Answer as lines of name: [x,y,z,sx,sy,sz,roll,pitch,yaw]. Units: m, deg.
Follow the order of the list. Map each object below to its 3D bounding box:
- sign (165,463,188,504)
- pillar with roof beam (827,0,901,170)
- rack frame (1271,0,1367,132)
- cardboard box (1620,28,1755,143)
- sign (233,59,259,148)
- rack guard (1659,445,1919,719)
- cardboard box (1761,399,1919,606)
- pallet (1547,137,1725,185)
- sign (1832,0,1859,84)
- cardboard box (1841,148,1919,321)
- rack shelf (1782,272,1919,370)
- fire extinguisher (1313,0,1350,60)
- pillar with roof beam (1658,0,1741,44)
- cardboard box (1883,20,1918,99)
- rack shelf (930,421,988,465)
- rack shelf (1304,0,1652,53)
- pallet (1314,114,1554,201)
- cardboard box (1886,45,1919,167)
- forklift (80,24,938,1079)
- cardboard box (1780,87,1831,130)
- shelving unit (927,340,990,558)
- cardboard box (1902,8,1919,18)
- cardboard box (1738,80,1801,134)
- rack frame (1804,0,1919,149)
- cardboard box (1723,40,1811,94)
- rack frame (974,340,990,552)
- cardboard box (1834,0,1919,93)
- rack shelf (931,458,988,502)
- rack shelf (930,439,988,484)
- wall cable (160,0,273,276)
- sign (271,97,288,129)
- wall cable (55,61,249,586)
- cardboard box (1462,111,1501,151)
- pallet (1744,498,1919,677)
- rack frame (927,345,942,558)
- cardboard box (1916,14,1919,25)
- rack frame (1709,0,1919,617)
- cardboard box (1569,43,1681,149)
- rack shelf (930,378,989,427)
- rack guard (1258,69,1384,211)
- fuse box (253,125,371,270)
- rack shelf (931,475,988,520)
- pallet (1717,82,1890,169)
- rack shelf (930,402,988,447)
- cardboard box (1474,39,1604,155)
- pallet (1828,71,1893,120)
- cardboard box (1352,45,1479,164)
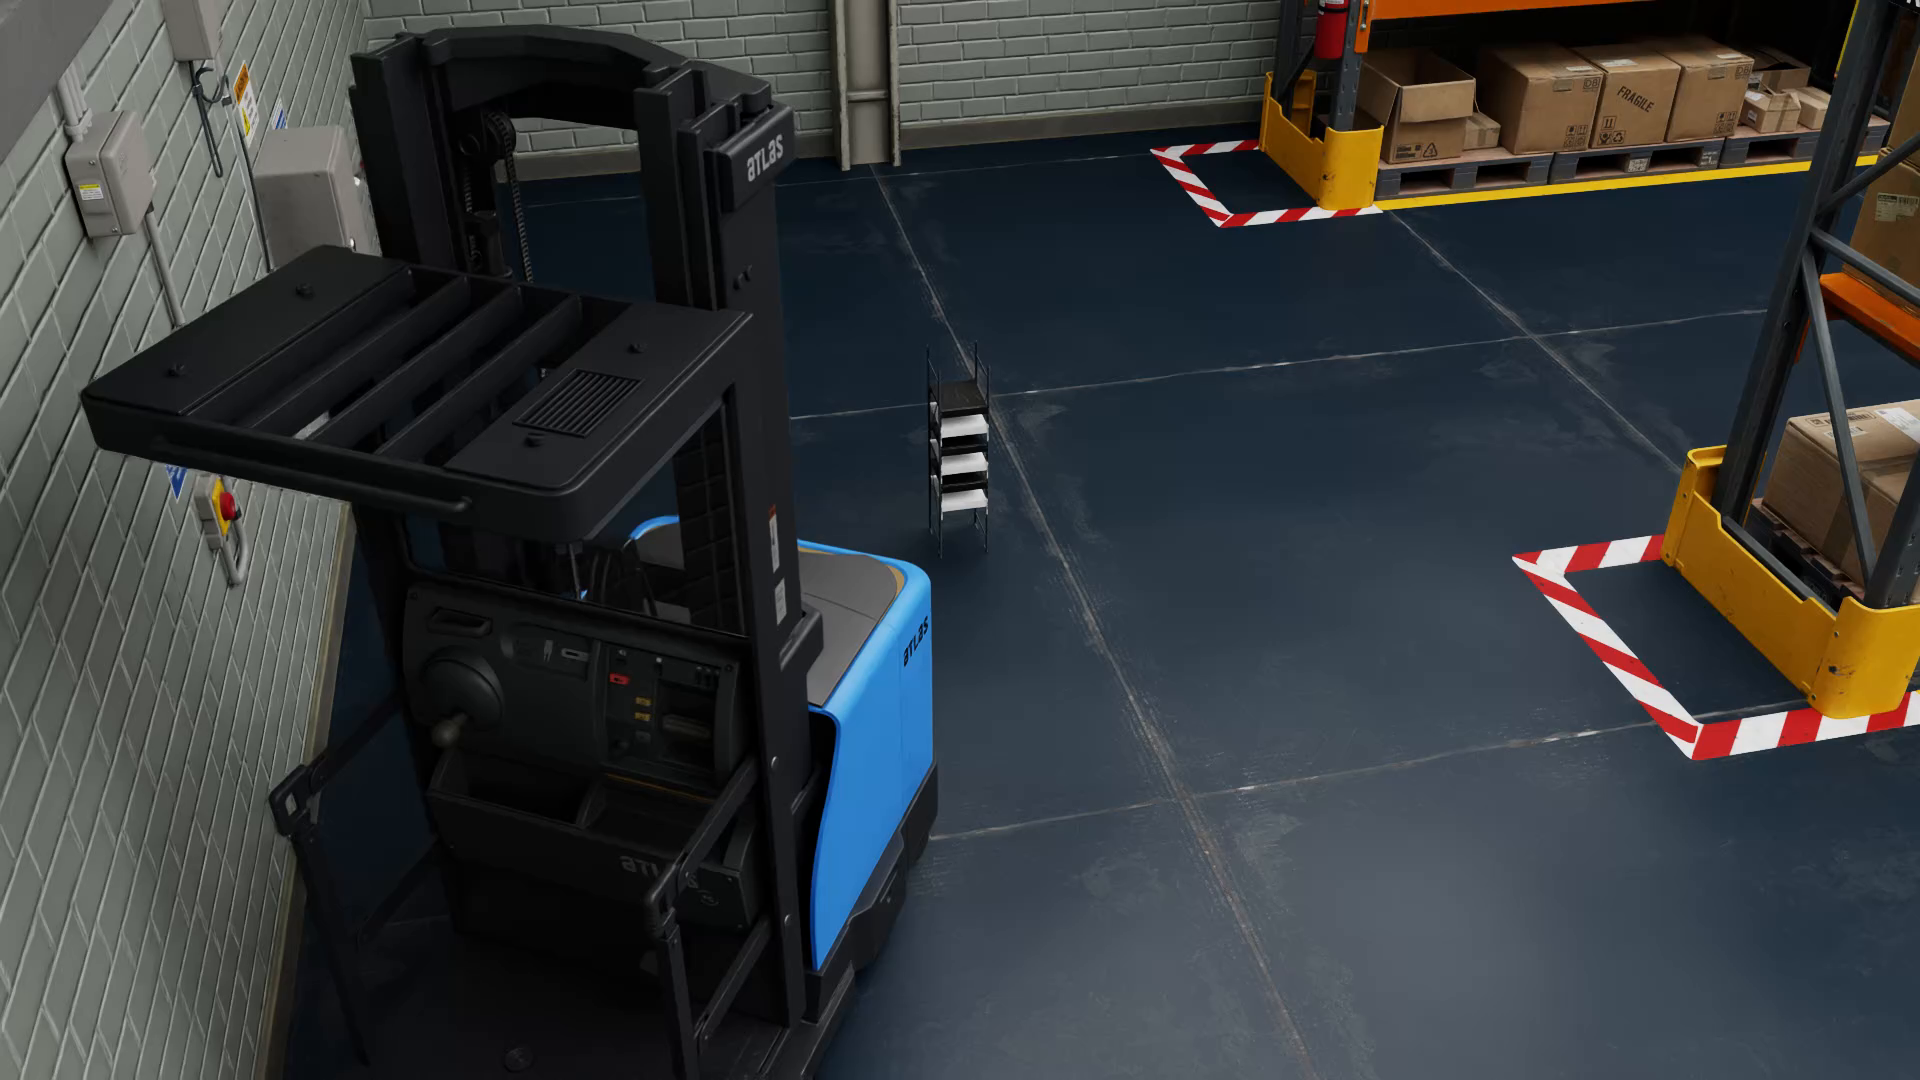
sign: [-2.229,-0.279,4.731,0.001,0.218,0.327,-7,35,-11]
pillar with roof beam: [0.337,-3.913,5.006,0.400,9.000,9.100,-7,35,-11]
rack frame: [2.216,-3.603,9.928,0.127,3.000,1.000,-7,35,-11]
cardboard box: [4.688,-2.975,10.858,0.500,0.500,0.700,-8,35,-12]
sign: [-2.691,-1.647,6.272,0.001,0.242,0.339,-7,35,-11]
rack guard: [3.291,0.135,6.601,0.348,0.500,1.175,-7,35,-11]
cardboard box: [3.936,-0.152,6.707,0.875,0.438,0.875,-8,35,-12]
pallet: [4.255,-2.701,11.086,1.213,0.211,1.003,-7,35,-11]
sign: [3.208,-1.782,5.962,0.005,0.325,0.100,-7,35,-11]
cardboard box: [3.727,-1.151,6.183,0.500,0.500,0.500,-7,34,-10]
rack shelf: [5.265,-0.853,6.475,4.000,0.370,1.077,-7,35,-11]
fire extinguisher: [2.174,-3.147,9.652,0.183,0.674,0.296,-7,35,-11]
pillar with roof beam: [6.189,-4.651,6.105,0.400,9.000,9.100,-7,35,-11]
cardboard box: [6.639,-3.169,11.147,0.500,0.500,0.500,-6,34,-8]
rack shelf: [-0.008,-0.420,6.966,0.200,0.077,0.258,-7,35,-11]
rack shelf: [4.167,-3.551,10.495,4.000,0.370,1.077,-7,35,-11]
pallet: [3.067,-2.553,10.866,1.213,0.211,1.003,-7,35,-11]
cardboard box: [3.732,-1.552,5.883,0.500,0.500,0.500,-6,34,-9]
forklift: [-1.045,0.437,3.968,1.130,2.935,3.031,11,35,16]
cardboard box: [5.639,-2.858,10.998,0.250,0.149,0.380,-8,35,-12]
shelving unit: [-0.008,-0.373,6.998,0.210,0.900,0.258,-7,35,-11]
cardboard box: [6.413,-3.703,11.360,0.250,0.149,0.380,-9,35,-12]
cardboard box: [5.290,-2.862,10.900,0.258,0.266,0.396,-6,34,-9]
rack frame: [6.117,-4.095,10.661,0.127,3.000,1.000,-7,35,-11]
cardboard box: [5.421,-3.200,11.363,0.500,0.311,0.500,-6,34,-9]
rack frame: [0.091,-0.385,7.016,0.006,0.900,0.240,-7,35,-11]
cardboard box: [6.531,-3.453,11.570,0.500,0.500,0.500,-7,35,-11]
rack shelf: [-0.008,-0.270,7.066,0.200,0.077,0.258,-7,35,-11]
rack shelf: [-0.008,-0.345,7.016,0.200,0.077,0.258,-7,35,-11]
wall cable: [-2.504,-1.392,5.720,0.122,1.984,0.588,-7,35,-11]
sign: [-2.812,-1.564,6.973,0.001,0.494,0.329,-7,35,-11]
wall cable: [-2.180,-0.635,4.565,0.123,1.953,0.585,-7,35,-11]
cardboard box: [3.256,-2.649,10.687,0.250,0.149,0.380,-9,35,-12]
pallet: [4.077,0.111,6.895,1.213,0.211,1.003,-7,35,-11]
rack frame: [-0.107,-0.360,6.979,0.006,0.900,0.240,-7,35,-11]
cardboard box: [6.526,-3.400,10.910,0.250,0.149,0.380,-6,34,-8]
rack frame: [3.314,-0.906,5.908,0.127,3.000,1.000,-7,35,-11]
cardboard box: [4.213,-2.858,10.684,0.500,0.500,0.500,-7,34,-10]
rack shelf: [-0.008,-0.569,6.866,0.200,0.077,0.258,-7,35,-11]
rack guard: [2.290,-2.575,10.638,0.348,0.500,1.175,-7,35,-11]
fuse box: [-2.501,-0.825,6.944,0.414,1.711,0.539,-7,35,-11]
rack shelf: [-0.008,-0.196,7.117,0.200,0.077,0.258,-7,35,-11]
pallet: [5.447,-2.853,11.313,1.213,0.211,1.003,-7,35,-11]
rack shelf: [-0.008,-0.494,6.916,0.200,0.077,0.258,-7,35,-11]
cardboard box: [3.676,-2.848,10.668,0.500,0.500,0.700,-6,34,-9]
pallet: [6.902,-3.058,11.617,1.213,0.211,1.003,-7,35,-11]
cardboard box: [2.833,-2.765,10.542,0.637,0.503,0.797,-9,35,-12]
